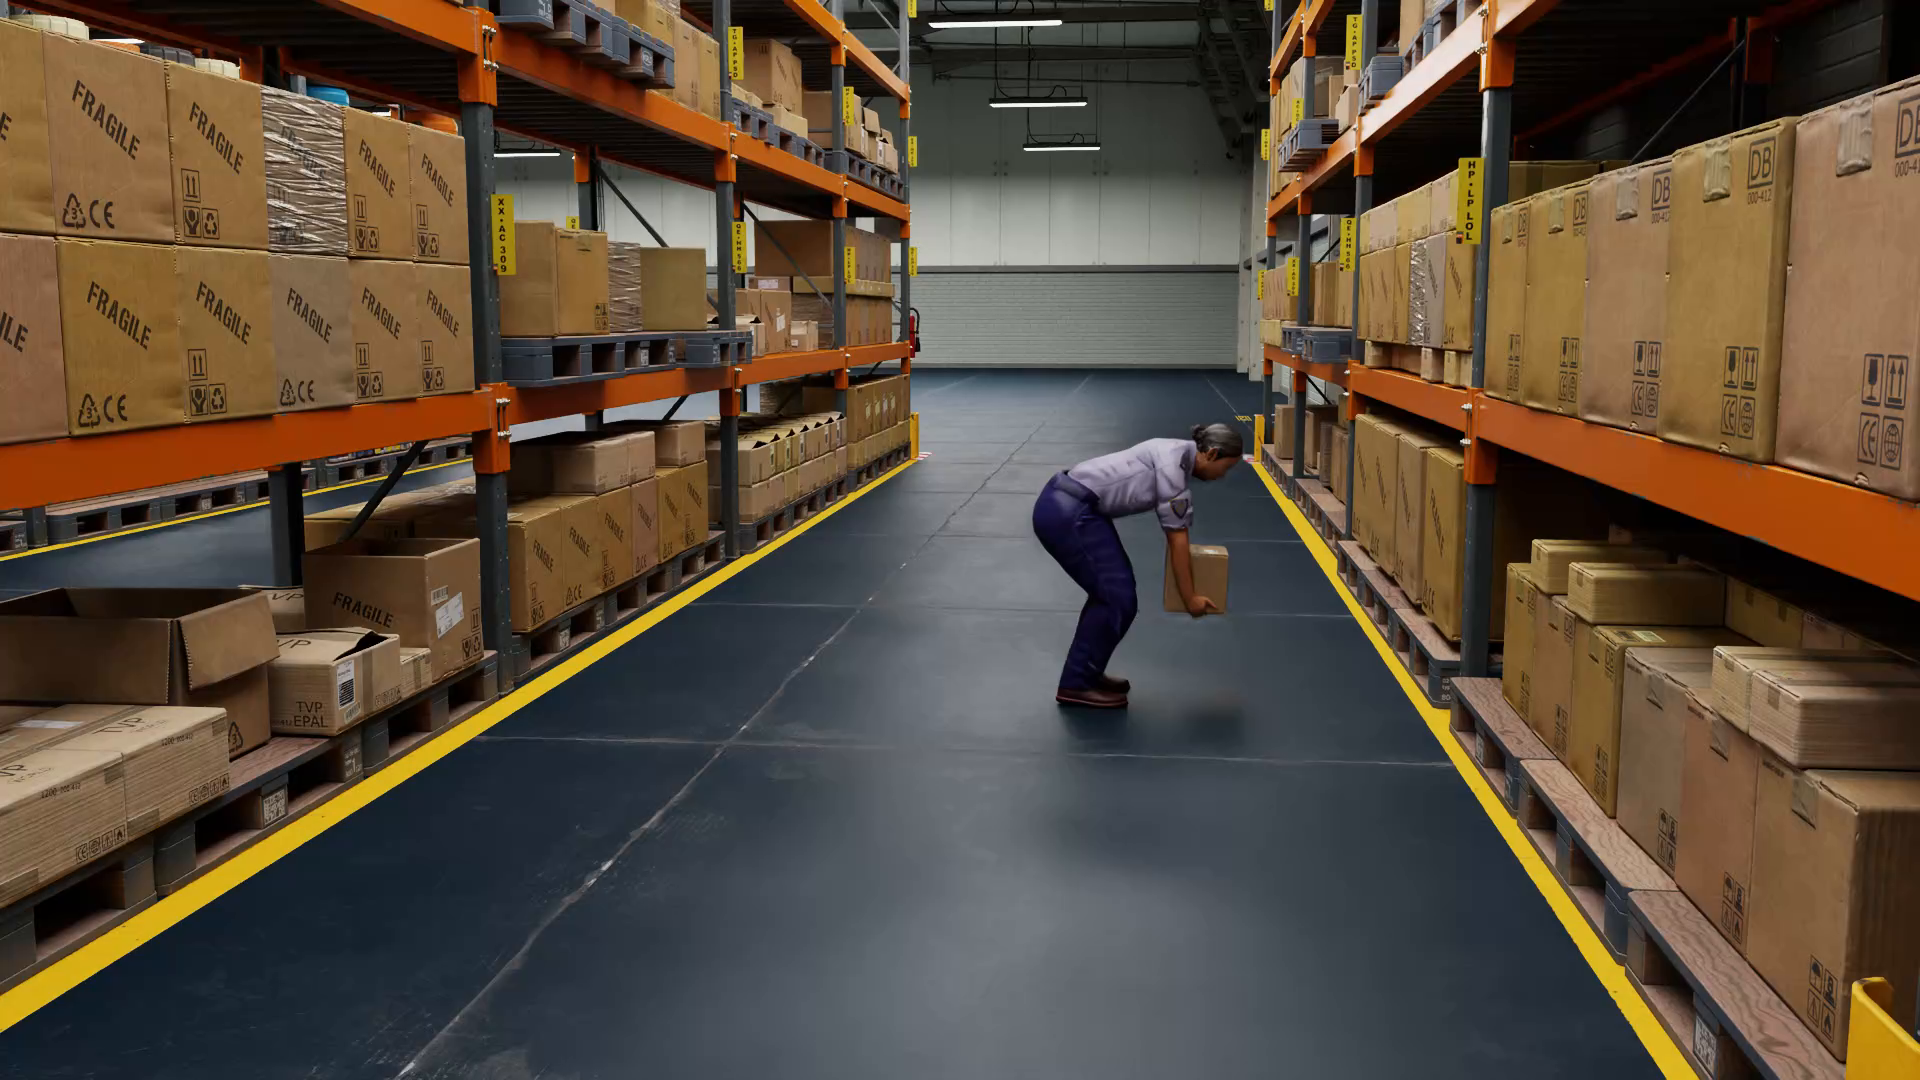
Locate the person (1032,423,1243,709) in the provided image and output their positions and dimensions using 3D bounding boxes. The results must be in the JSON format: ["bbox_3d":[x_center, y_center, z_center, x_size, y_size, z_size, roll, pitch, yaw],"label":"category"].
[{"bbox_3d":[0.734,0.101,6.958,0.863,1.158,0.487,1,8,4],"label":"person"}]
